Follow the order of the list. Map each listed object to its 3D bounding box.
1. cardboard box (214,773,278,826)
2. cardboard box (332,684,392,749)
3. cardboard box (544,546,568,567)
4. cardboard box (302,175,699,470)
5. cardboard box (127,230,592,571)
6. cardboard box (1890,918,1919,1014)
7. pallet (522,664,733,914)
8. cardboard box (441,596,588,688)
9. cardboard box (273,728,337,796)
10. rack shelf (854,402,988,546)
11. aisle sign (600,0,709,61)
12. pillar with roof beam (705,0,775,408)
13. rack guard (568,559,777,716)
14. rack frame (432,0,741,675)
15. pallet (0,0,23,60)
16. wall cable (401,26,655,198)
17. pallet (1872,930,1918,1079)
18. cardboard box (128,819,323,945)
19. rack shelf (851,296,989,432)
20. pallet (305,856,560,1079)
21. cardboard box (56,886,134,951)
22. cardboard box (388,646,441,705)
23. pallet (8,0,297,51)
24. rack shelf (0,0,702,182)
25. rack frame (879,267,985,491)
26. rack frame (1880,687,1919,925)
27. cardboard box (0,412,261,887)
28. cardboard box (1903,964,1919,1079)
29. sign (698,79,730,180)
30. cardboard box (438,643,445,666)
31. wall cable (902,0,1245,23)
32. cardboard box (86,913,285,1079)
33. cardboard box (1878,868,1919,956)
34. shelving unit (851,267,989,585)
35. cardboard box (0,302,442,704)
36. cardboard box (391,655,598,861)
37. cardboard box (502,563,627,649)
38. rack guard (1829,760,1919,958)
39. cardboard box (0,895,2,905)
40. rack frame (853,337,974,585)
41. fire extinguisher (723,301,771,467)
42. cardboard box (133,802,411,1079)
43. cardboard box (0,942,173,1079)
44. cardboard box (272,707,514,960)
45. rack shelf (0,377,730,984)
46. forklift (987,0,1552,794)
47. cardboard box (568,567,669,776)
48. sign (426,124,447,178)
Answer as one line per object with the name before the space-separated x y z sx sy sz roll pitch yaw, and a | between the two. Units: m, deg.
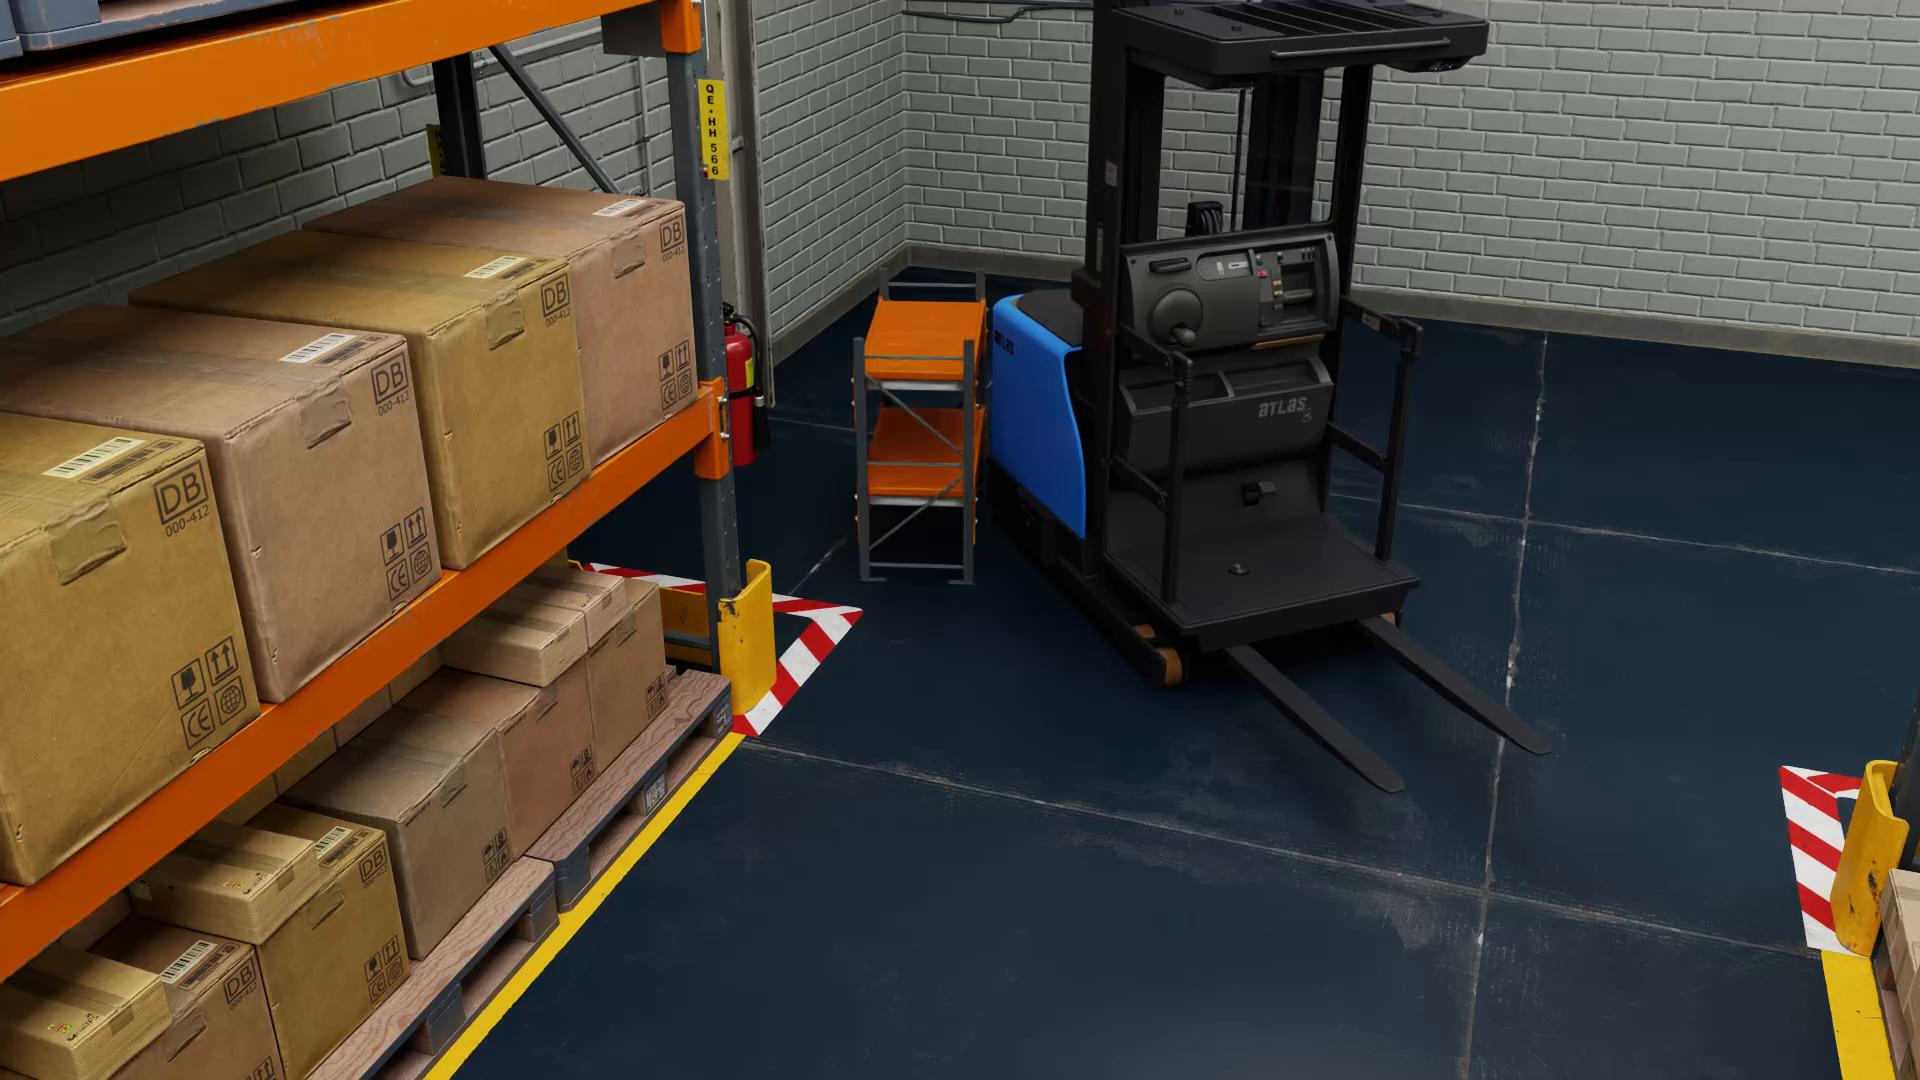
cardboard box | -2.116 0.677 4.552 0.380 0.149 0.250 8 27 17
cardboard box | -1.947 0.467 4.985 0.380 0.149 0.250 9 27 18
cardboard box | -1.611 0.052 5.844 0.380 0.149 0.250 9 27 18
cardboard box | -1.486 -0.738 5.489 0.980 0.700 0.700 10 28 20
cardboard box | -1.718 -0.438 4.868 0.980 0.700 0.700 9 27 17
cardboard box | 2.800 1.205 4.566 0.380 0.166 0.250 9 27 17
pallet | -1.518 0.781 5.895 1.003 0.211 1.213 9 27 17
cardboard box | -1.420 0.316 5.297 0.380 0.149 0.250 9 27 19
cardboard box | -2.032 0.573 4.767 0.380 0.149 0.250 9 27 18
rack shelf | -0.162 -0.324 7.689 0.538 0.278 1.000 1 26 3
aisle sign | -1.019 -1.970 5.394 0.394 0.787 0.004 9 27 17
pillar with roof beam | 2.817 -4.125 5.944 9.100 9.000 0.400 9 27 17
rack guard | -1.318 0.301 6.555 1.175 0.500 0.348 9 27 17
rack frame | -1.326 -0.814 5.990 1.000 3.000 0.127 9 27 17
pallet | -2.375 -0.815 2.652 1.003 0.211 1.213 9 27 17
wall cable | -1.792 -1.935 7.138 0.084 1.984 1.851 9 27 17
pallet | 3.057 1.517 4.376 1.003 0.211 1.213 9 27 17
cardboard box | -1.852 0.852 4.190 0.380 0.149 0.250 8 27 16
rack shelf | -0.162 -0.807 7.454 0.538 0.278 1.000 1 26 3
pallet | -1.926 1.280 4.863 1.003 0.211 1.213 9 27 17
cardboard box | -2.286 0.887 4.119 0.380 0.149 0.250 8 27 16
cardboard box | -1.863 0.363 5.201 0.380 0.149 0.250 9 27 18
pallet | -1.967 -1.315 3.684 1.003 0.211 1.213 9 27 17
rack shelf | -1.991 -1.019 3.795 1.077 0.370 4.000 9 27 17
rack frame | -0.132 -0.765 8.039 0.500 1.125 0.032 1 26 3
rack frame | 3.347 -0.097 4.509 1.000 3.000 0.127 9 27 17
cardboard box | -2.213 0.175 3.603 0.980 0.700 0.700 8 27 16
cardboard box | 2.732 1.330 4.212 0.500 0.250 0.500 9 27 17
sign | -0.819 -1.358 5.512 0.100 0.325 0.005 9 27 17
cardboard box | -1.779 0.260 5.413 0.380 0.149 0.250 9 27 18
wall cable | 0.893 -4.389 10.053 3.097 2.526 0.112 9 27 17
cardboard box | -2.141 1.267 4.077 0.700 0.500 0.500 8 27 17
cardboard box | 2.883 1.110 4.782 0.380 0.149 0.250 9 27 17
shelving unit | -0.162 -0.544 7.582 0.538 1.125 1.048 1 26 3
cardboard box | -1.980 -0.126 4.223 0.980 0.700 0.700 7 27 15
cardboard box | -1.631 0.630 5.394 0.700 0.500 0.500 9 27 17
cardboard box | -1.335 0.211 5.514 0.380 0.149 0.250 8 27 17
rack guard | 3.322 1.059 4.989 1.175 0.500 0.348 9 27 17
cardboard box | -2.461 0.474 2.985 0.980 0.700 0.700 9 27 18
rack frame | -0.192 -0.322 7.125 0.500 1.125 0.032 1 26 3
fire extinguisher | -0.840 -0.607 6.078 0.296 0.674 0.183 9 27 17
cardboard box | -1.968 1.057 4.512 0.700 0.500 0.500 9 27 19
cardboard box | -2.025 1.067 3.747 0.380 0.149 0.250 10 27 19
cardboard box | -1.798 0.836 4.967 0.700 0.500 0.500 8 27 16
rack shelf | -1.991 0.331 4.449 1.077 0.370 4.000 9 27 17
forklift | 1.160 -0.945 6.339 1.130 2.935 3.031 -10 28 -20
cardboard box | -1.464 0.424 5.819 0.700 0.500 0.500 9 27 17
sign | -1.847 -1.323 5.955 0.100 0.325 0.005 9 27 17
